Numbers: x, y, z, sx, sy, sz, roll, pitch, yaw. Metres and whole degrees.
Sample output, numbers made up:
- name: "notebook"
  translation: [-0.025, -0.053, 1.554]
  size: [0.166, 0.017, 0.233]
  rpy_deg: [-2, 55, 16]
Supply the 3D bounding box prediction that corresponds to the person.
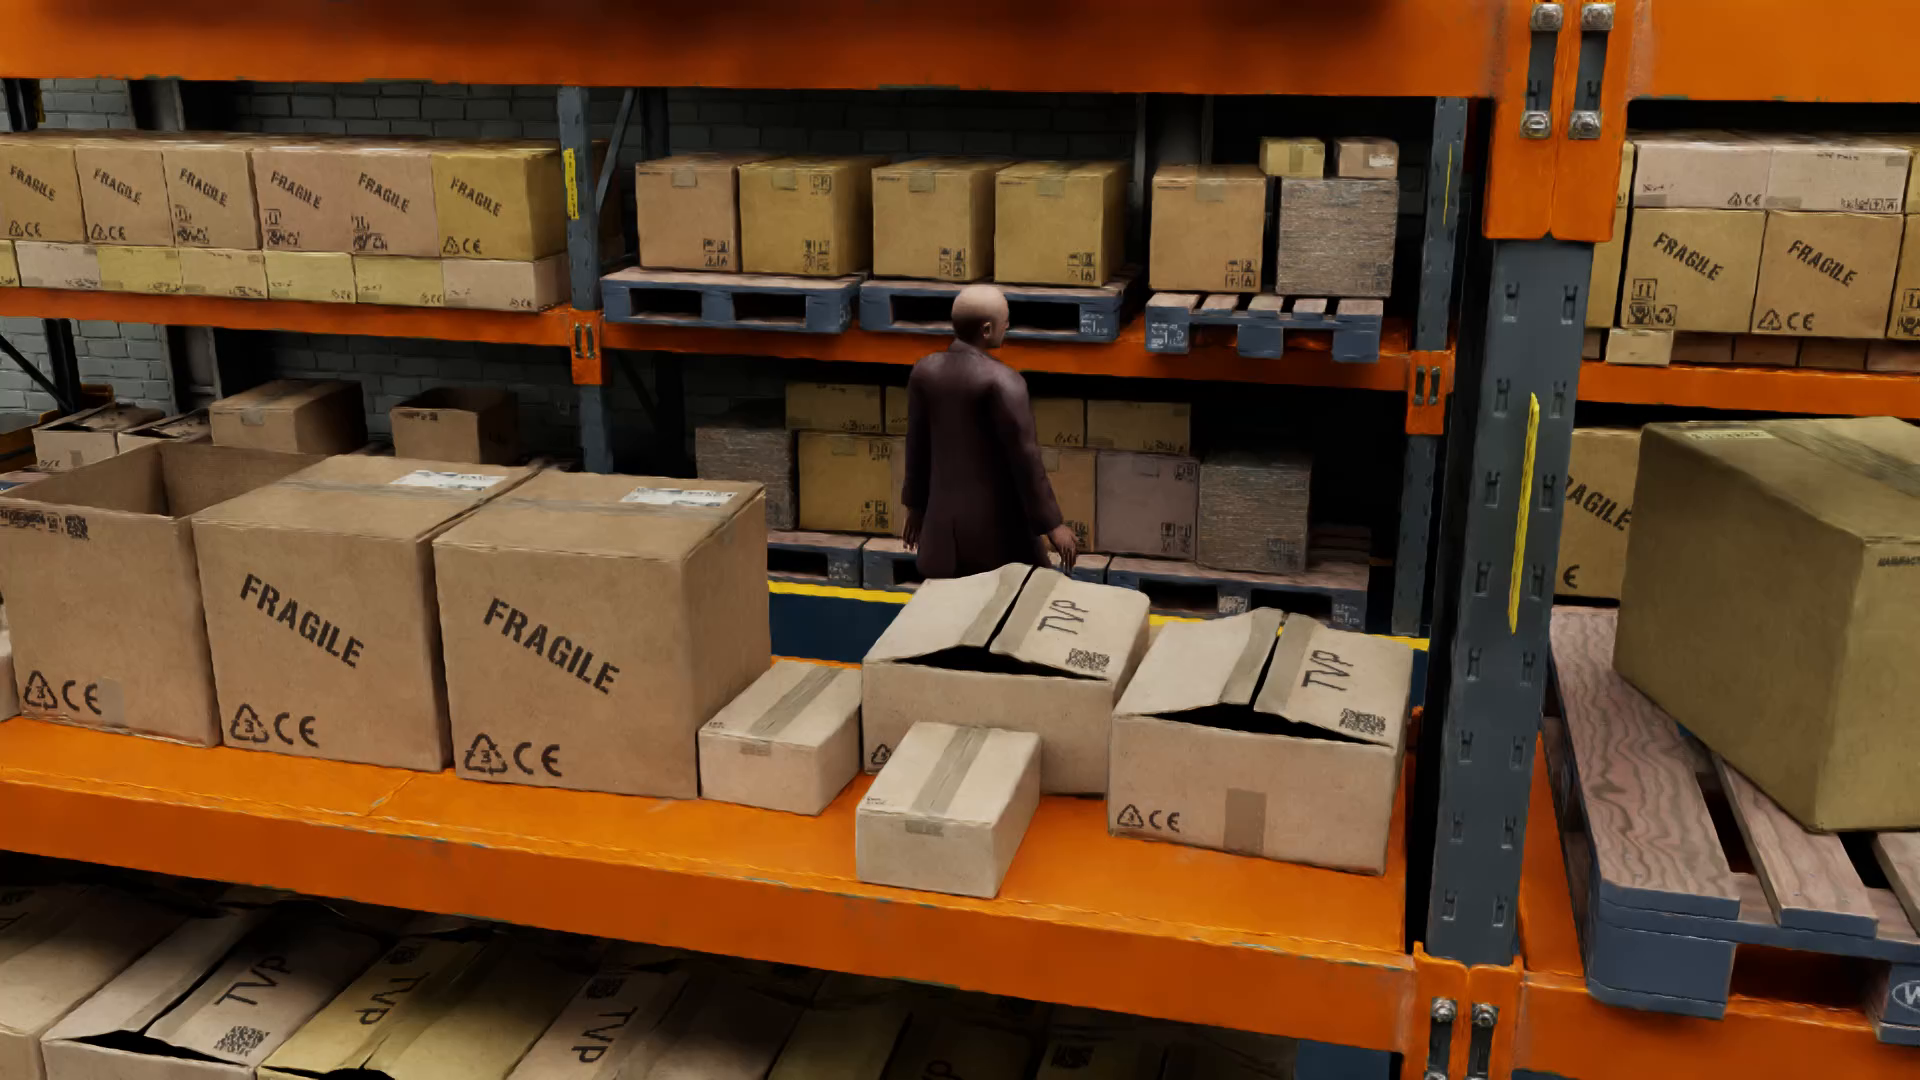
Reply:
- name: "person"
  translation: [0.141, -0.090, 6.276]
  size: [0.767, 1.775, 0.663]
  rpy_deg: [14, 22, 36]
